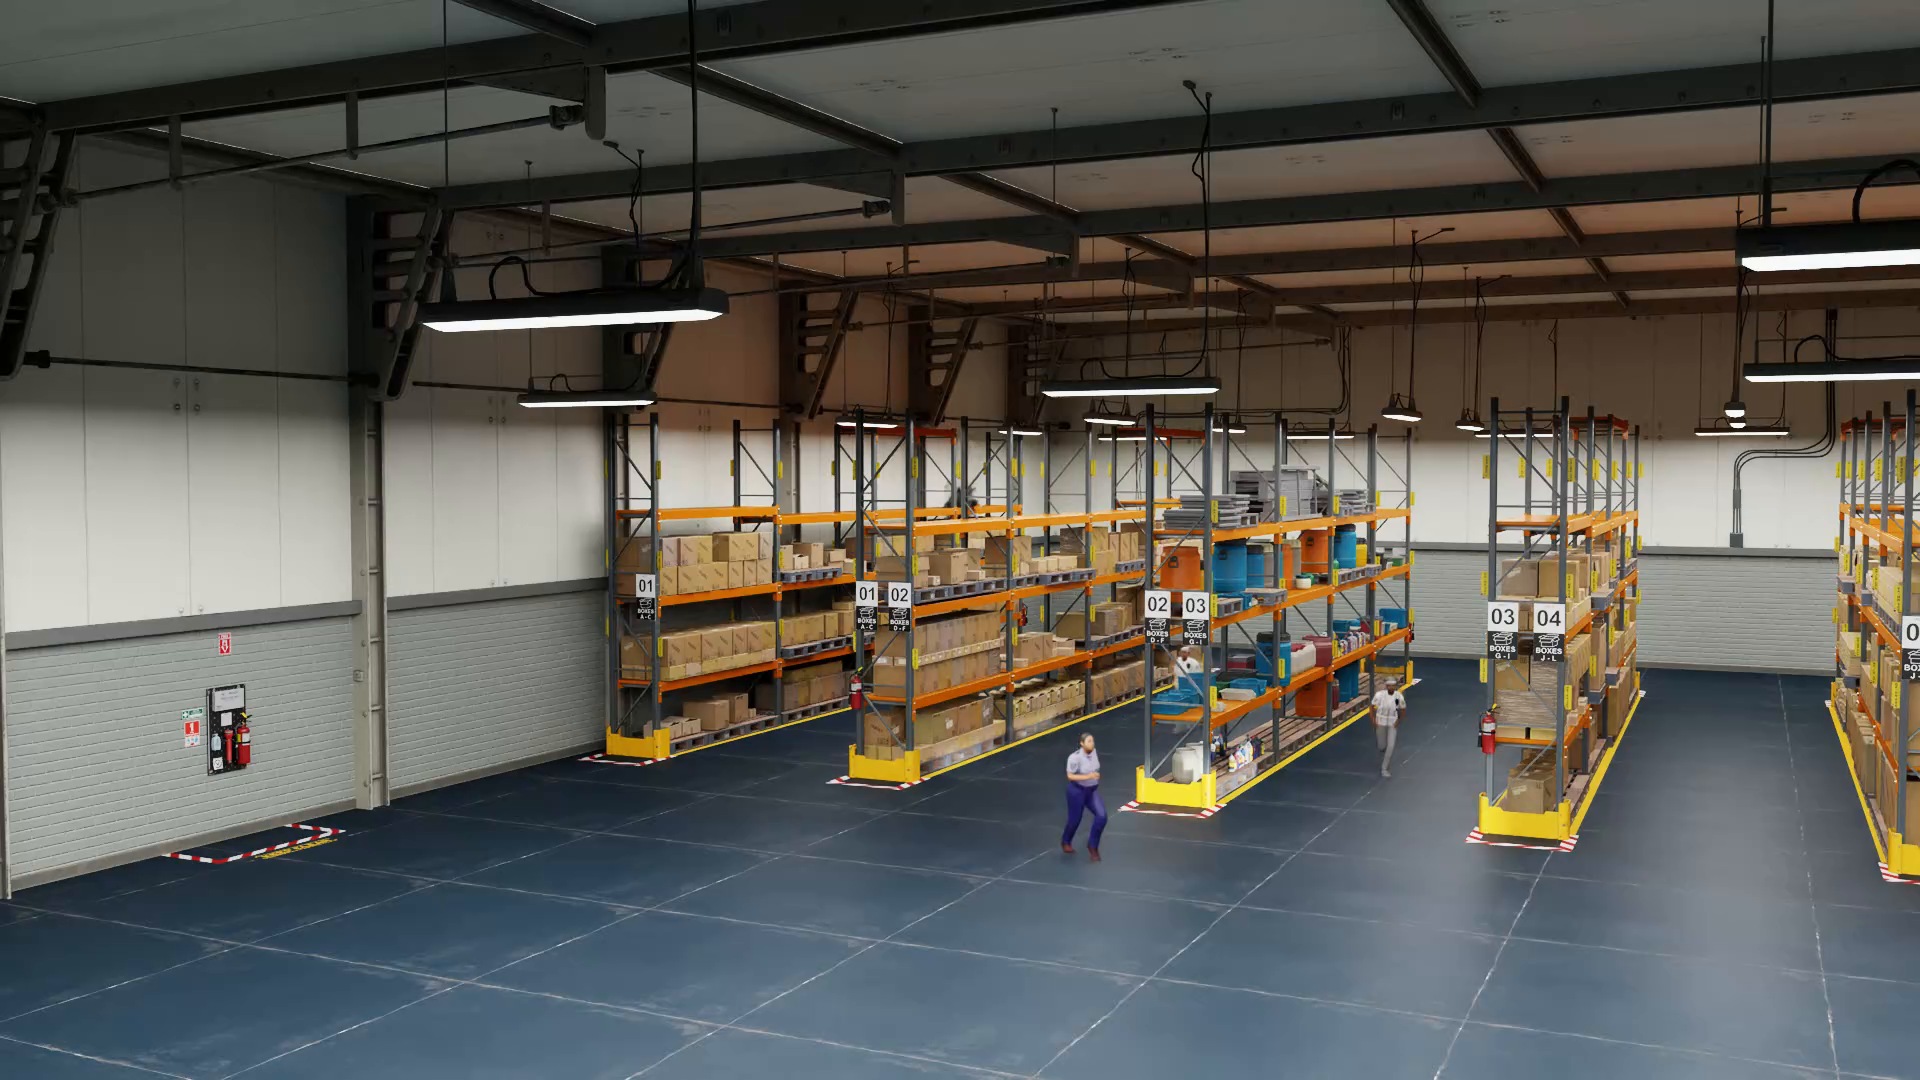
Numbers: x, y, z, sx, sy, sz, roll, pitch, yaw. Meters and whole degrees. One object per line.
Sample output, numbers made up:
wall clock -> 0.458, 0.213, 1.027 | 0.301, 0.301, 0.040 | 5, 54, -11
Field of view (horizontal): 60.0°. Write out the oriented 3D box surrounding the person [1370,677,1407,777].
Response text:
person -> 7.056, 3.052, 27.417 | 0.594, 1.666, 0.715 | 1, 2, 12

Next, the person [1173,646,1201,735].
person -> 4.324, 2.861, 31.668 | 0.580, 1.718, 0.785 | 1, 3, 21

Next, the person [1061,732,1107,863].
person -> 1.572, 3.291, 21.377 | 0.627, 1.677, 0.820 | -2, 3, -34
